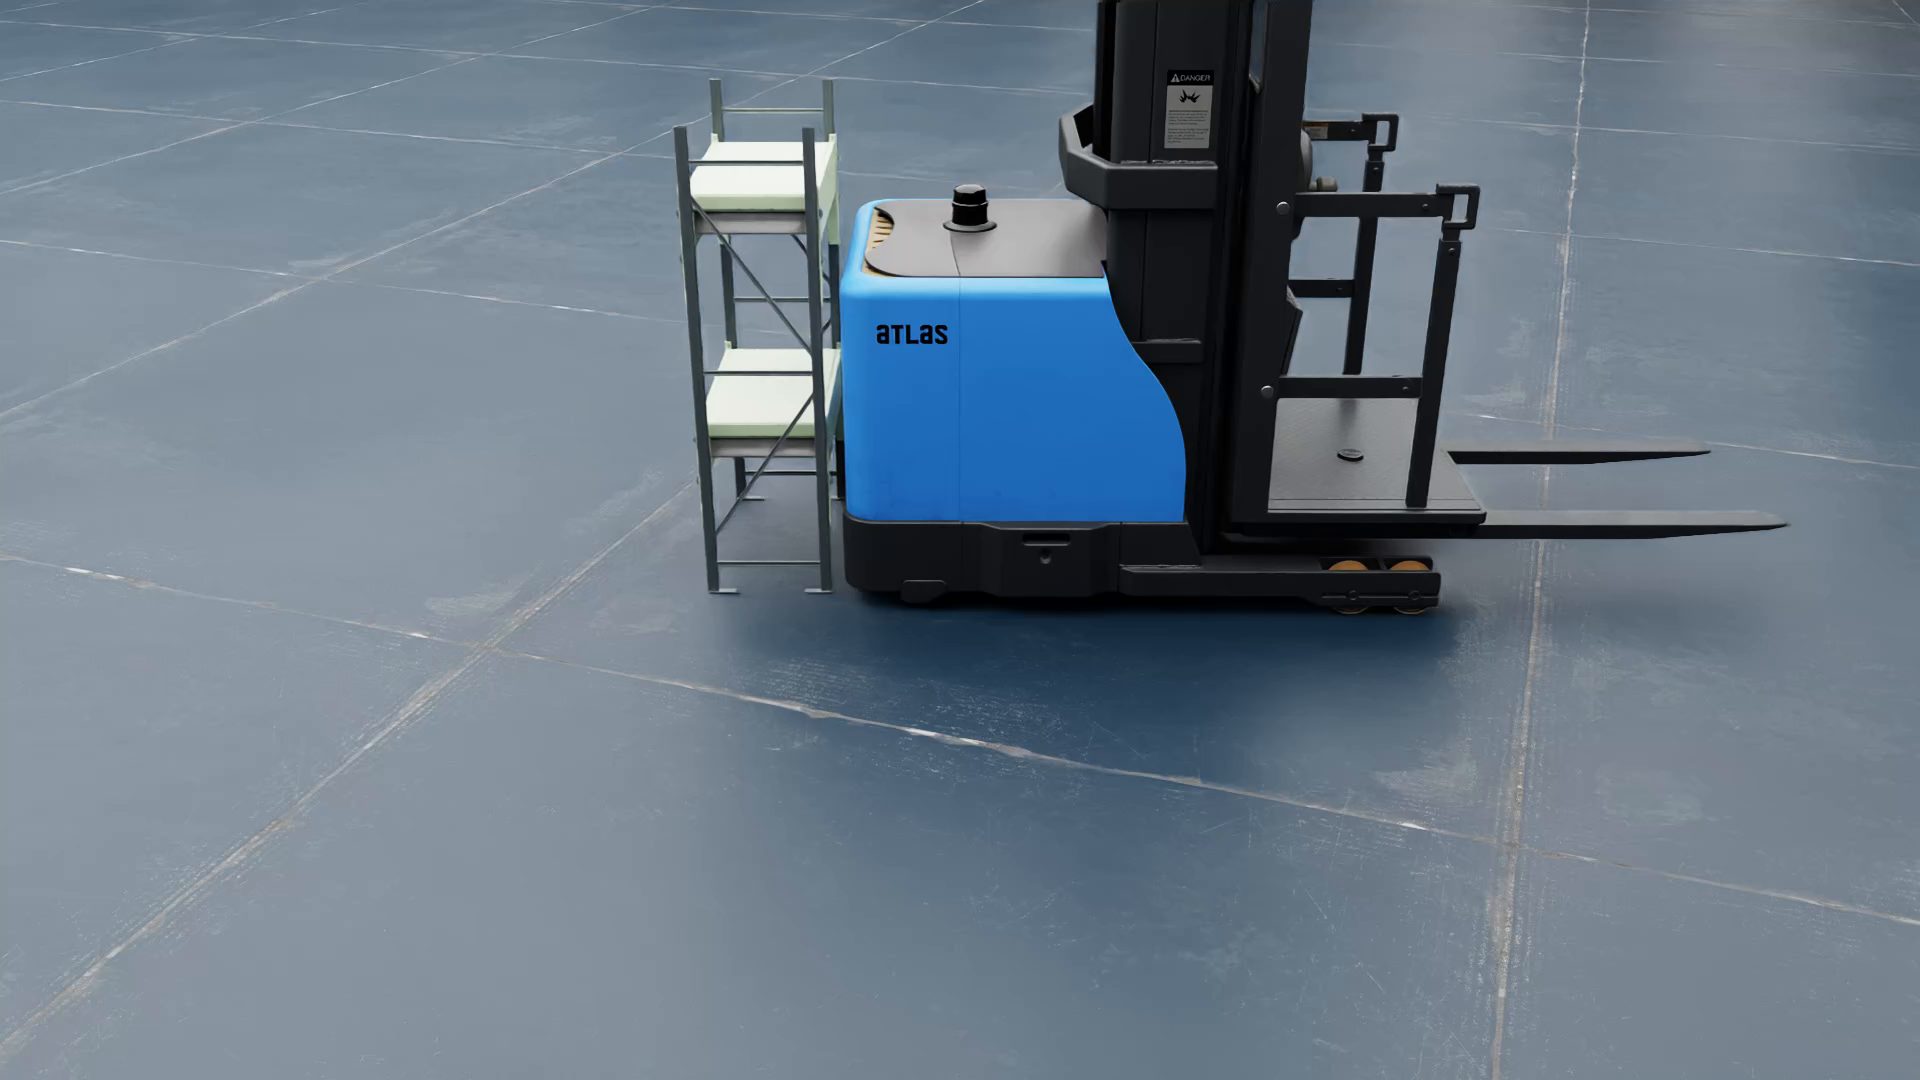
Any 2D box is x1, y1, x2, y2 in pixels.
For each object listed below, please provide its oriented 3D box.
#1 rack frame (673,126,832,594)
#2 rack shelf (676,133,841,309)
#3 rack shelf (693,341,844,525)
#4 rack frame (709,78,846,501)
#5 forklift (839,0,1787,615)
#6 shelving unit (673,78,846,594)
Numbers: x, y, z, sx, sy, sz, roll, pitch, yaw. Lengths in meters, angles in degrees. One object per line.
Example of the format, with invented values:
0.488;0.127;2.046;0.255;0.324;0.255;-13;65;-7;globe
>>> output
-0.616;-0.505;5.071;0.400;1.500;0.023;0;26;0;rack frame
-0.614;-1.015;5.231;0.431;0.370;0.720;0;26;0;rack shelf
-0.614;-0.371;5.543;0.431;0.370;0.720;0;26;0;rack shelf
-0.612;-0.824;5.730;0.400;1.500;0.023;0;26;0;rack frame
1.147;-1.317;5.106;3.031;2.935;1.130;0;26;0;forklift
-0.614;-0.664;5.401;0.431;1.500;0.755;0;26;0;shelving unit
